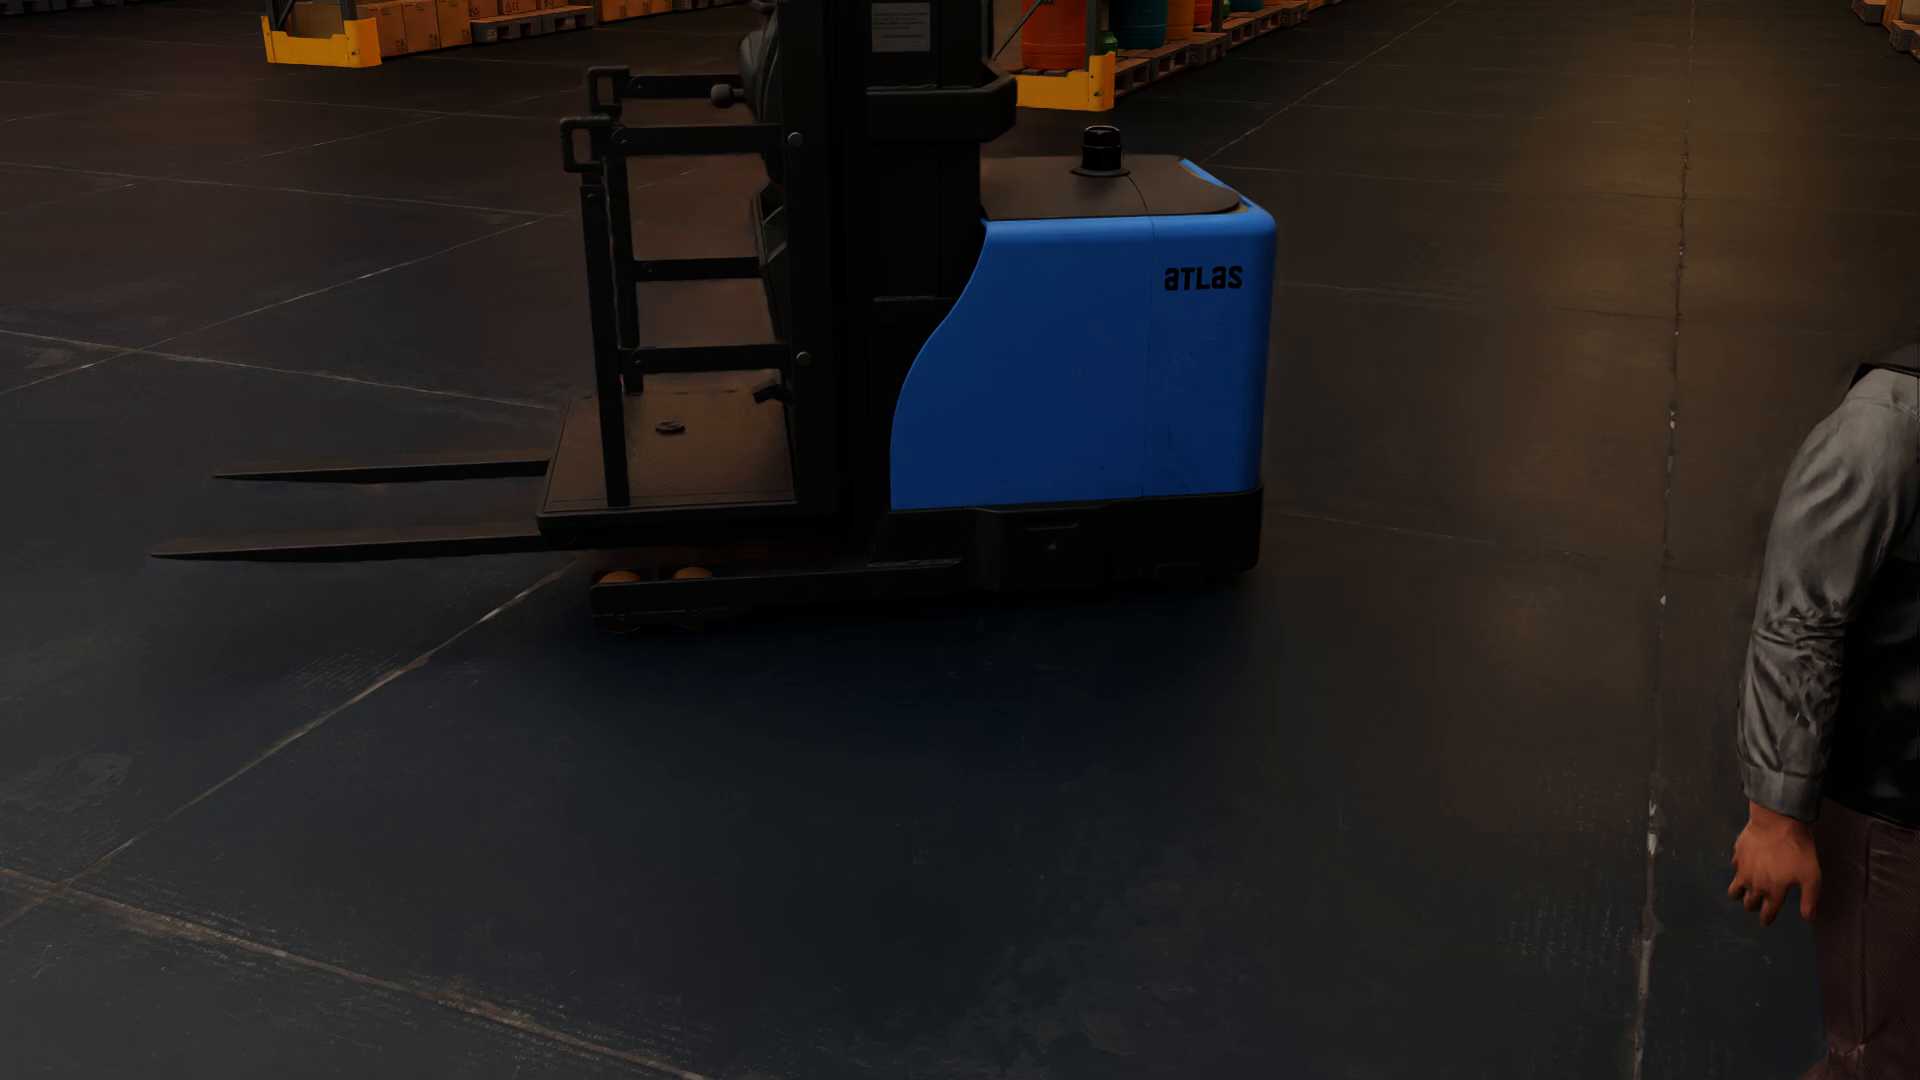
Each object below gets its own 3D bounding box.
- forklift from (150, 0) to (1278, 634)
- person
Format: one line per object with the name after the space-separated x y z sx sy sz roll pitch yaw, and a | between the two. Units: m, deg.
-0.704 -1.316 4.440 3.031 2.935 1.130 -3 23 -7 | forklift
1.308 0.339 2.074 0.667 1.703 0.474 -10 25 -23 | person
